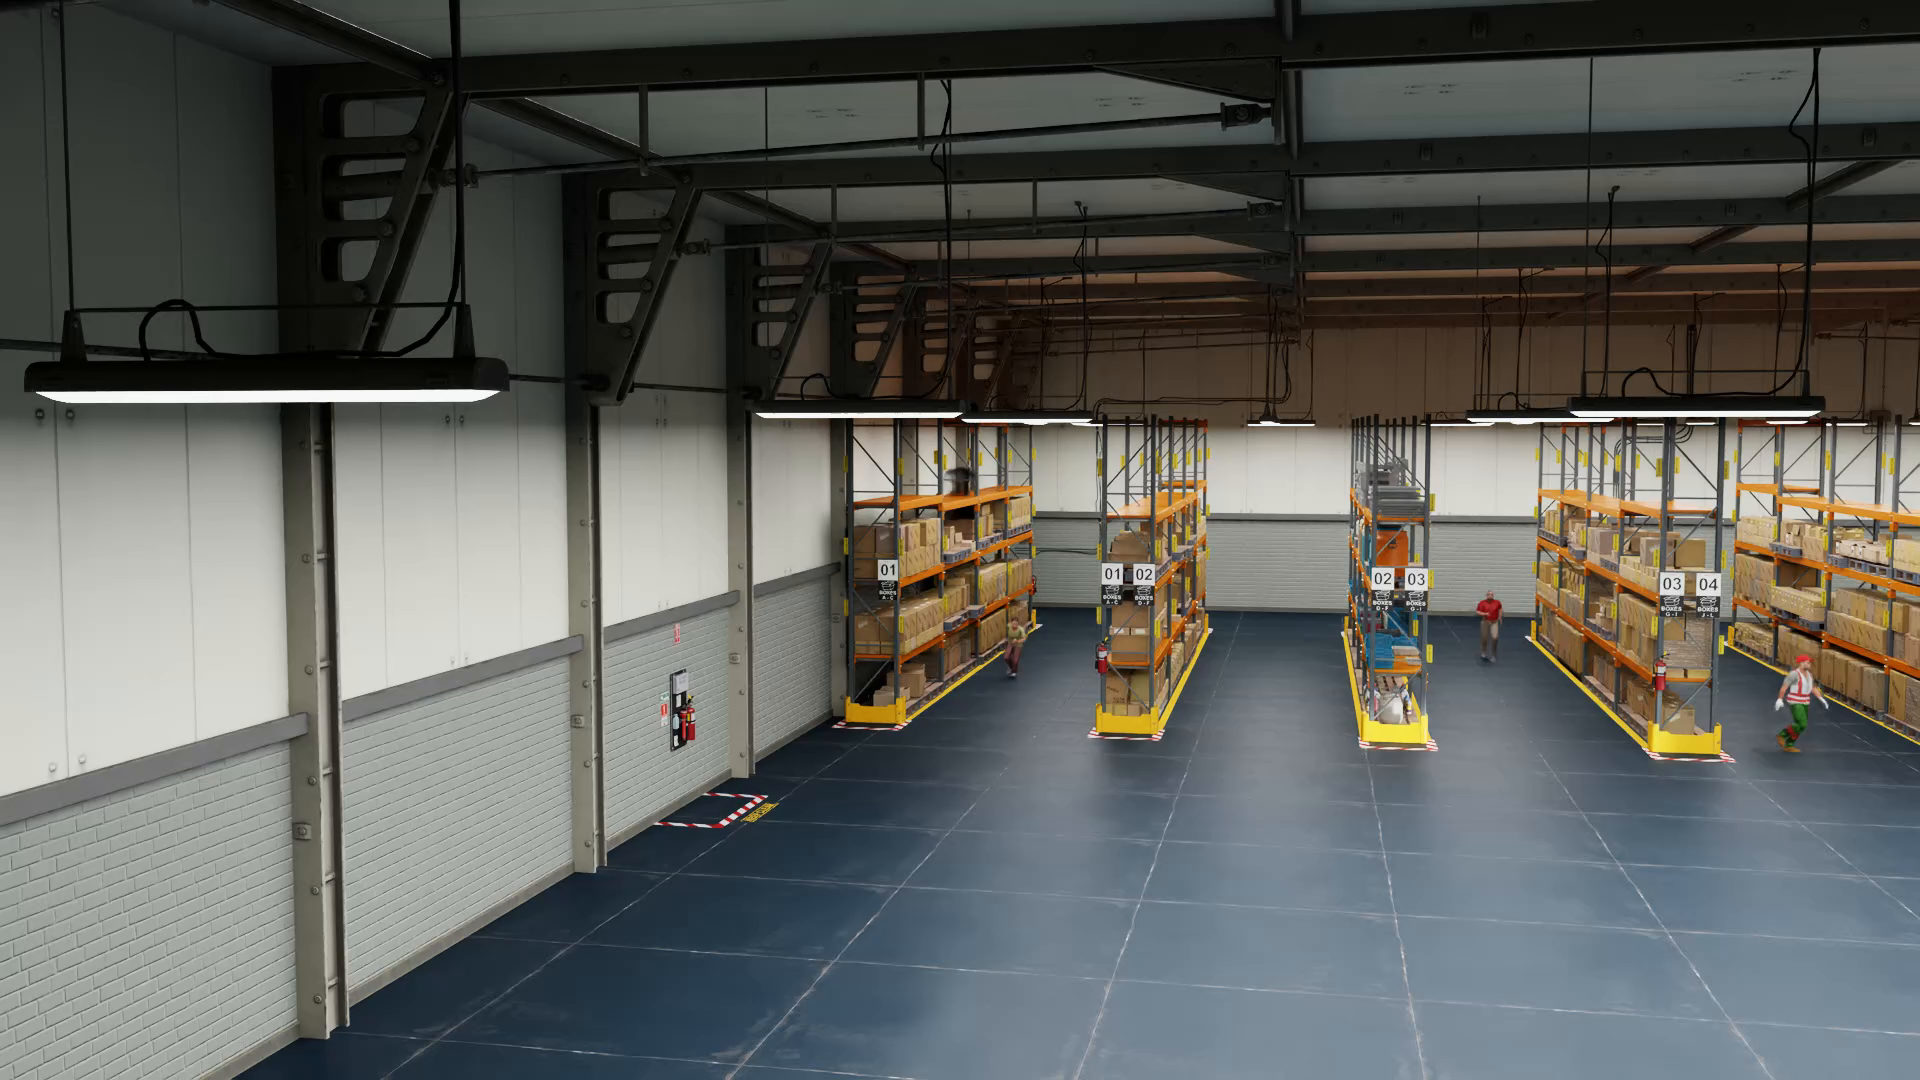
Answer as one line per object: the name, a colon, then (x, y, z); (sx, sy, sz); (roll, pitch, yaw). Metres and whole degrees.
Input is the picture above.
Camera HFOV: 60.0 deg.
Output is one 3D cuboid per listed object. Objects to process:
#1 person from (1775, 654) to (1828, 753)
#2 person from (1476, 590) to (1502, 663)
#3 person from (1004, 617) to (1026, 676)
person: (14.824, 2.888, 29.312); (0.685, 1.757, 0.669); (-2, 4, -31)
person: (13.085, 2.133, 41.098); (0.652, 1.798, 0.871); (1, 4, 9)
person: (1.256, 2.451, 38.162); (0.590, 1.439, 0.927); (1, 4, 15)
